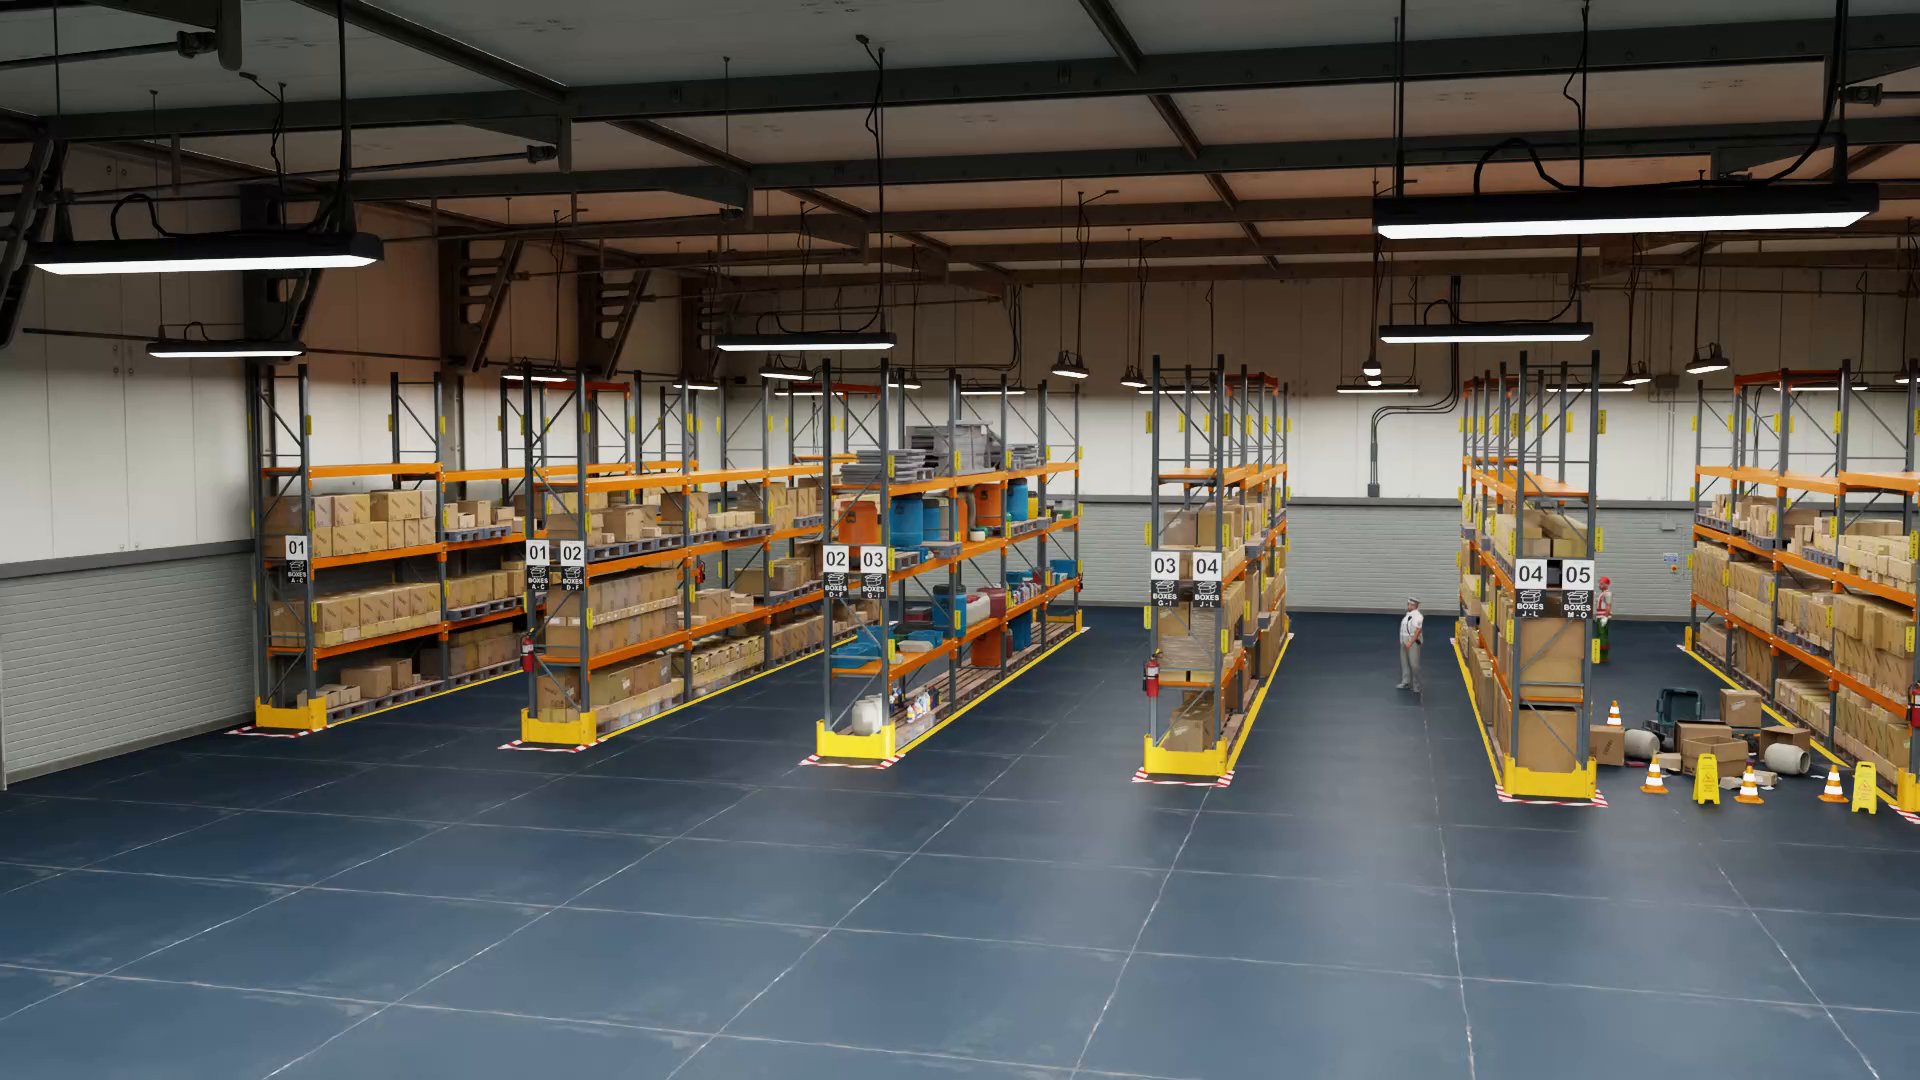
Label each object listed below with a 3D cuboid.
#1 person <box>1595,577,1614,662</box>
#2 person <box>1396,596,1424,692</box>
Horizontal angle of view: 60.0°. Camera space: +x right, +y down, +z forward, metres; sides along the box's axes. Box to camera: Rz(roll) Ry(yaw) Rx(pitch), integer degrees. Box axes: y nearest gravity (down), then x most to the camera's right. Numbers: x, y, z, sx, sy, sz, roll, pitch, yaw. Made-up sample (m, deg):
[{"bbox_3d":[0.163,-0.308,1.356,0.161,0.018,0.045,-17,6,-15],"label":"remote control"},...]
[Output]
[{"bbox_3d":[13.657,1.679,35.336,0.421,1.793,0.606,2,4,26],"label":"person"},{"bbox_3d":[8.504,1.977,31.428,0.445,1.818,0.570,-2,4,-23],"label":"person"}]
